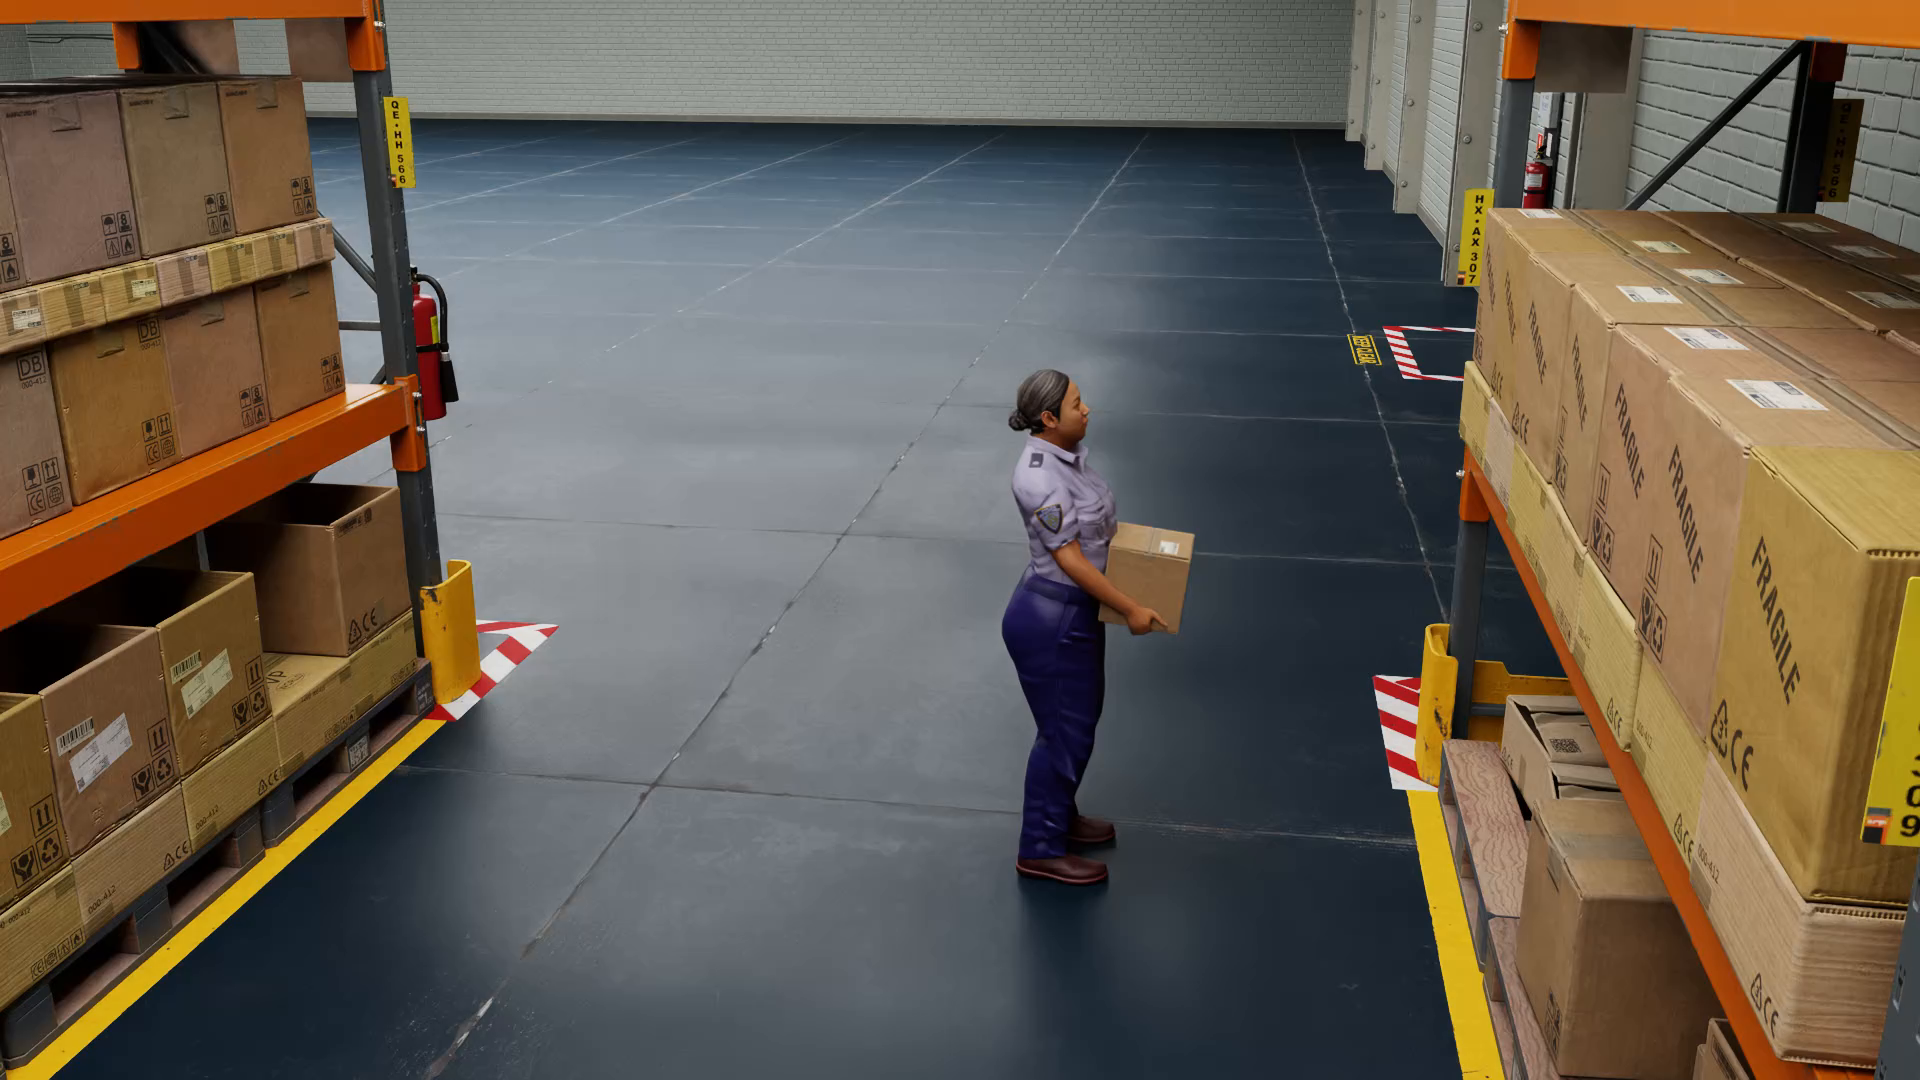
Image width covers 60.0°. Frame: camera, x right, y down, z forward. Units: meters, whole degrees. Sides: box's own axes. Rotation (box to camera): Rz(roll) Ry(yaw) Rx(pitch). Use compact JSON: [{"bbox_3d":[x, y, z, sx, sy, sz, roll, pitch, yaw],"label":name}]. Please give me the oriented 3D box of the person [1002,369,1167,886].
[{"bbox_3d":[0.402,0.272,5.270,0.517,1.631,0.453,3,18,10],"label":"person"}]
